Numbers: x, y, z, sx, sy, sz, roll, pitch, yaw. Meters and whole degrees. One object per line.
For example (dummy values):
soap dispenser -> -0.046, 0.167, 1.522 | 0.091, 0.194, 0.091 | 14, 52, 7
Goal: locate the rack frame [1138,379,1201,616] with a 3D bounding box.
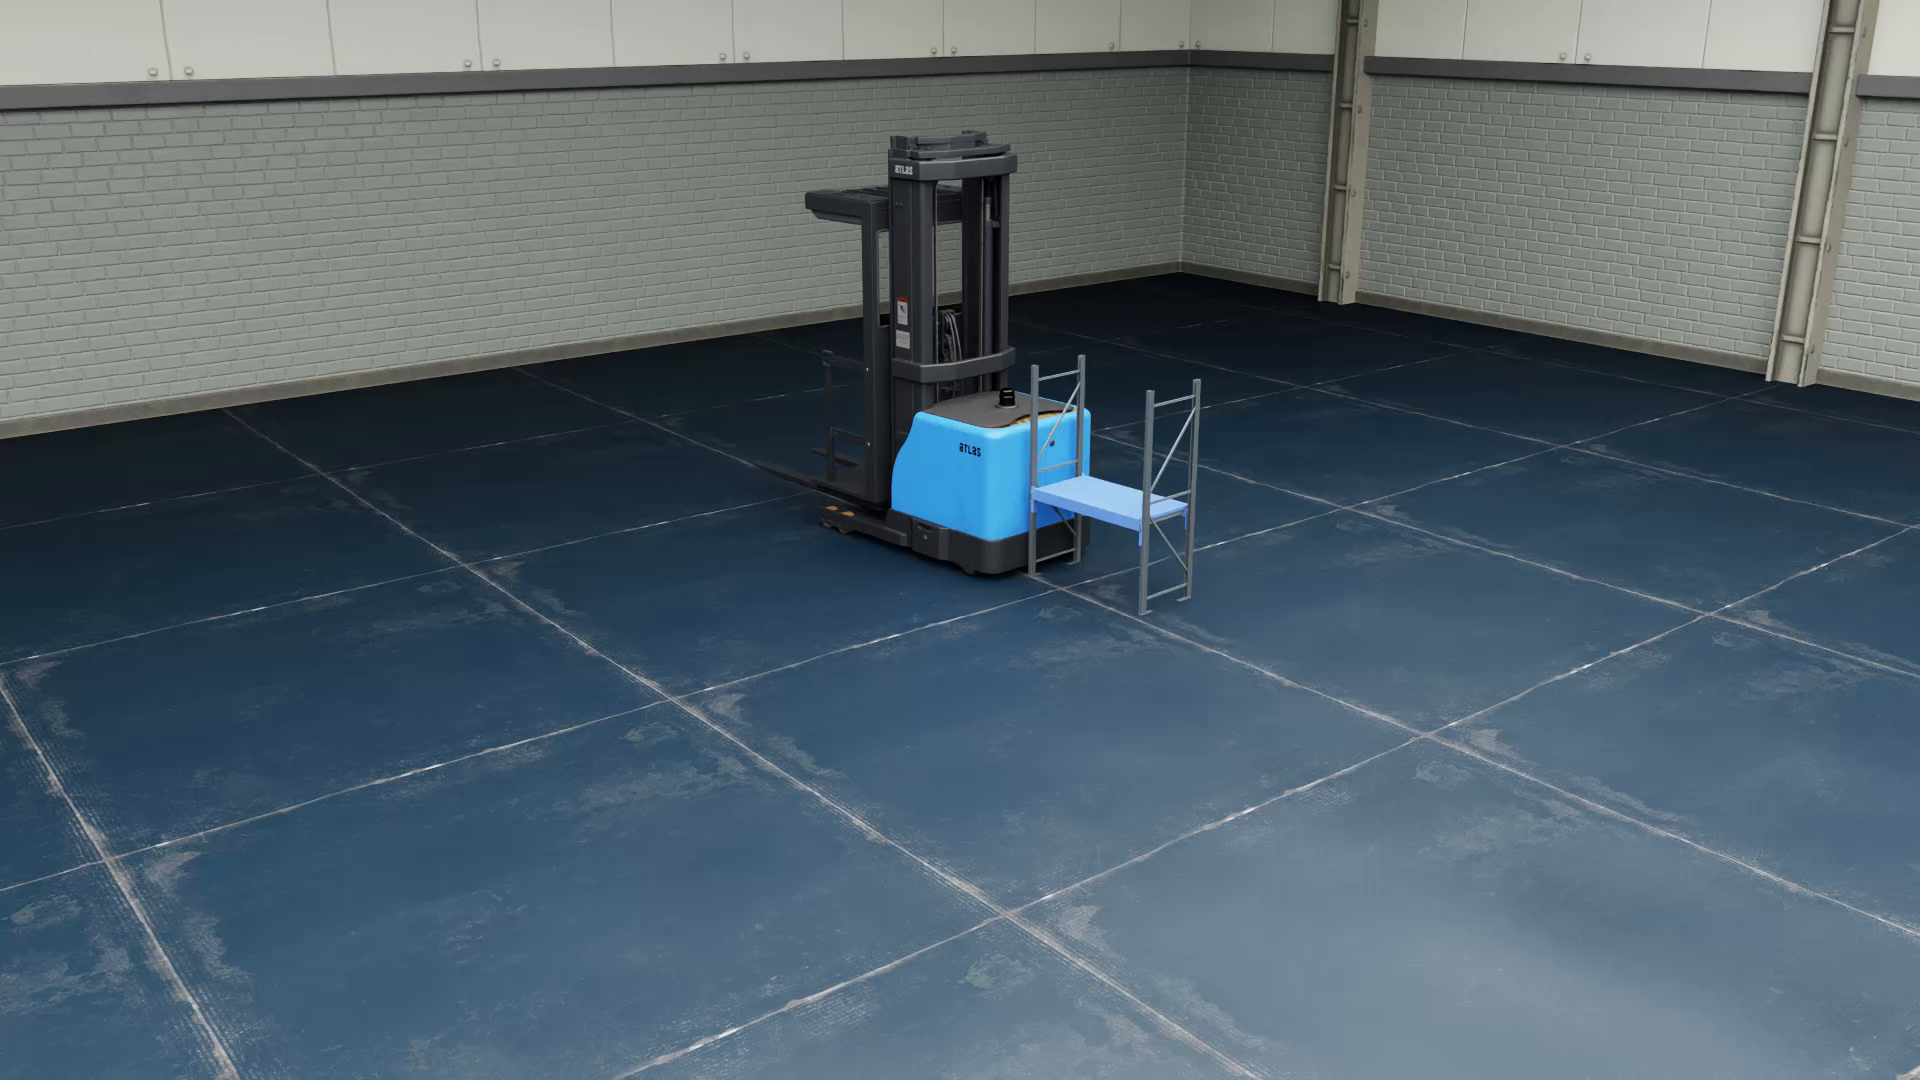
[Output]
rack frame -> 1.360, -0.271, 10.796 | 0.500, 1.500, 0.032 | -16, 24, -40

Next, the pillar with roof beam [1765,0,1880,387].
pillar with roof beam -> 5.296, -5.085, 13.404 | 9.100, 9.000, 0.400 | -14, 23, -36

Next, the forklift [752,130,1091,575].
forklift -> -0.429, -1.537, 12.341 | 1.130, 2.935, 3.031 | -16, 24, -40

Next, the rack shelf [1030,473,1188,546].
rack shelf -> 1.014, -0.218, 11.206 | 0.538, 0.185, 1.000 | -16, 24, -40

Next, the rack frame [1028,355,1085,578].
rack frame -> 0.668, -0.505, 11.503 | 0.500, 1.500, 0.032 | -16, 24, -40

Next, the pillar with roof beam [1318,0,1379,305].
pillar with roof beam -> 1.570, -6.564, 17.869 | 9.100, 9.000, 0.400 | -14, 23, -36

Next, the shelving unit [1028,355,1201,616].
shelving unit -> 1.014, -0.388, 11.149 | 0.538, 1.500, 1.048 | -16, 24, -40
